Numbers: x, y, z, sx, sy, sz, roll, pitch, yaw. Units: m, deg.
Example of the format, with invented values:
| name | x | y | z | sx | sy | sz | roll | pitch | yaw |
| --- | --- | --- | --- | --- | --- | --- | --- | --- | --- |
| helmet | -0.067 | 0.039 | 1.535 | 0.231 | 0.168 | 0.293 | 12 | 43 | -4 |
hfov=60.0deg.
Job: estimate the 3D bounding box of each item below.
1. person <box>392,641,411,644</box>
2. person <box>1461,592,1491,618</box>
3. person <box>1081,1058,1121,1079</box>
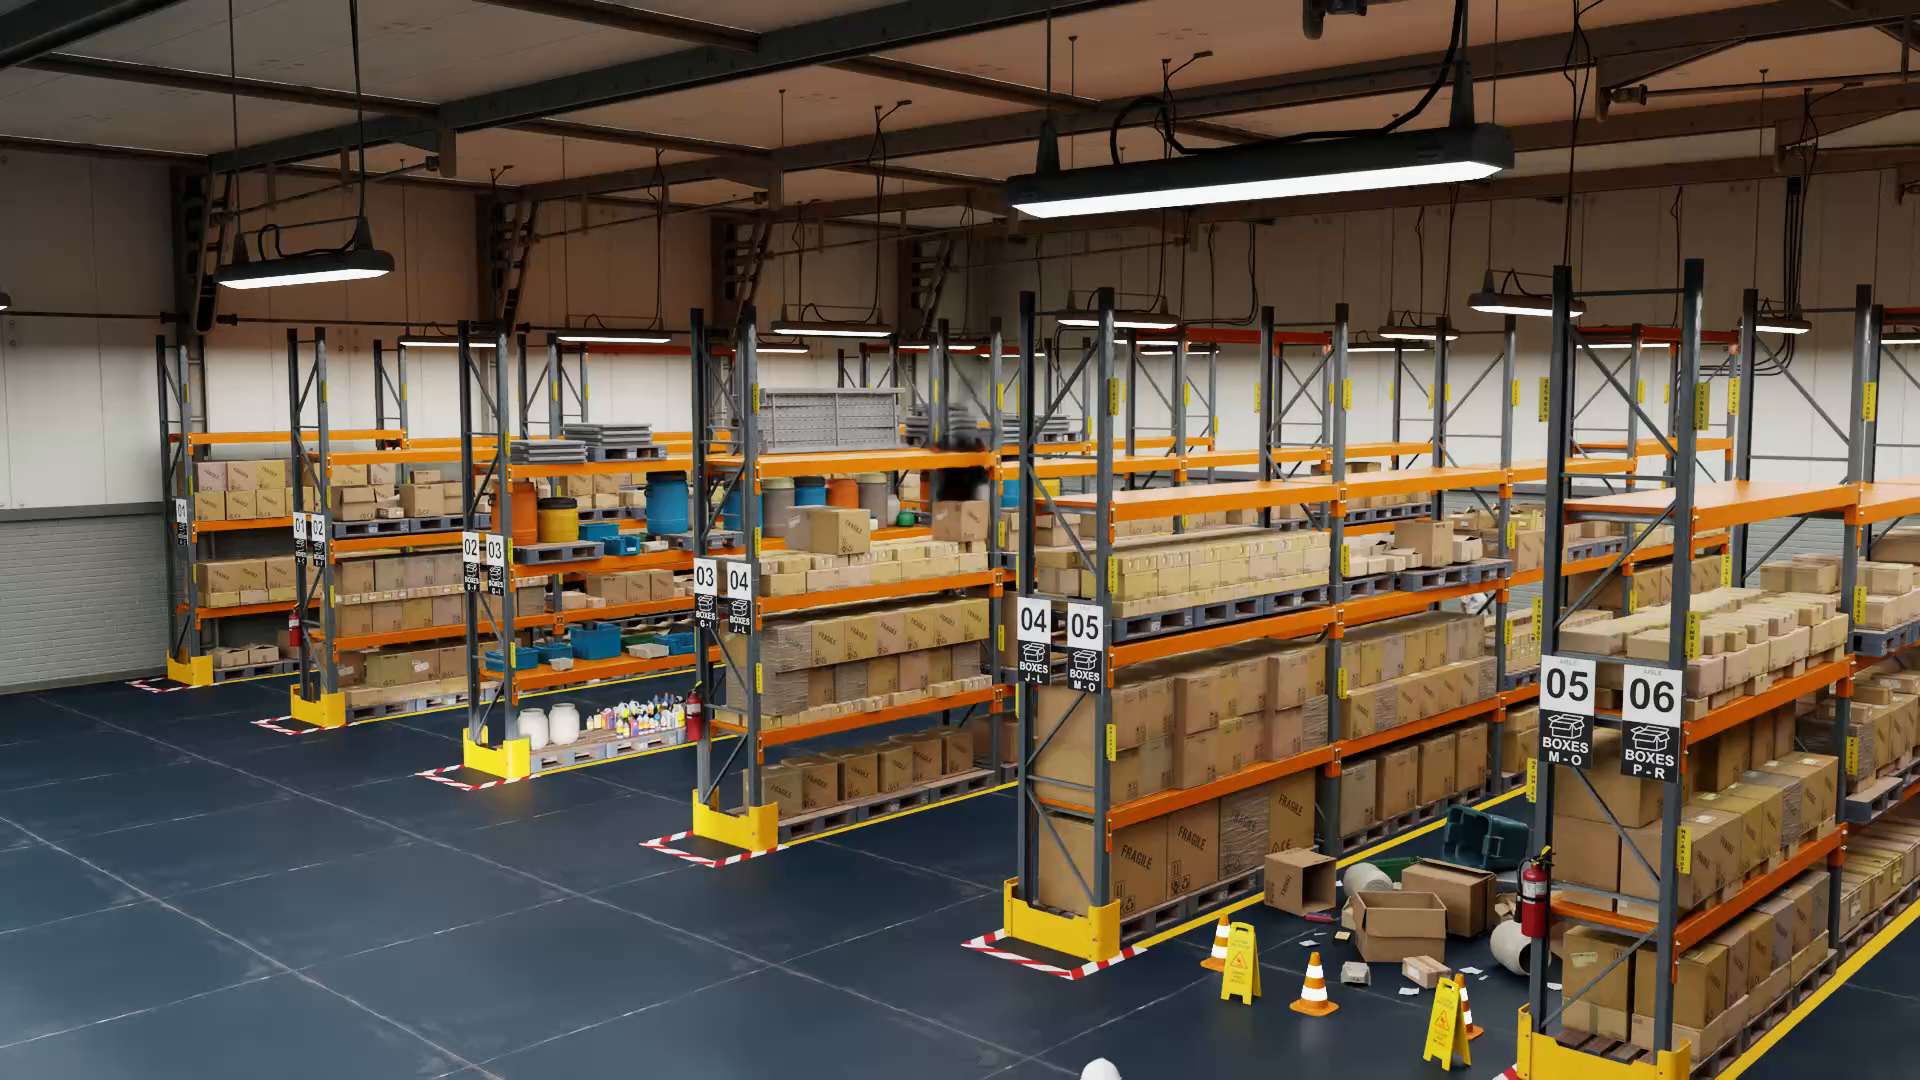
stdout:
| name | x | y | z | sx | sy | sz | roll | pitch | yaw |
| --- | --- | --- | --- | --- | --- | --- | --- | --- | --- |
| person | -9.564 | 1.725 | 28.546 | 0.522 | 1.550 | 0.577 | 2 | 6 | 25 |
| person | 9.571 | 1.464 | 30.824 | 0.610 | 1.671 | 0.708 | -3 | 6 | -31 |
| person | 0.724 | 3.500 | 8.363 | 0.665 | 1.746 | 0.614 | 0 | 5 | 5 |
